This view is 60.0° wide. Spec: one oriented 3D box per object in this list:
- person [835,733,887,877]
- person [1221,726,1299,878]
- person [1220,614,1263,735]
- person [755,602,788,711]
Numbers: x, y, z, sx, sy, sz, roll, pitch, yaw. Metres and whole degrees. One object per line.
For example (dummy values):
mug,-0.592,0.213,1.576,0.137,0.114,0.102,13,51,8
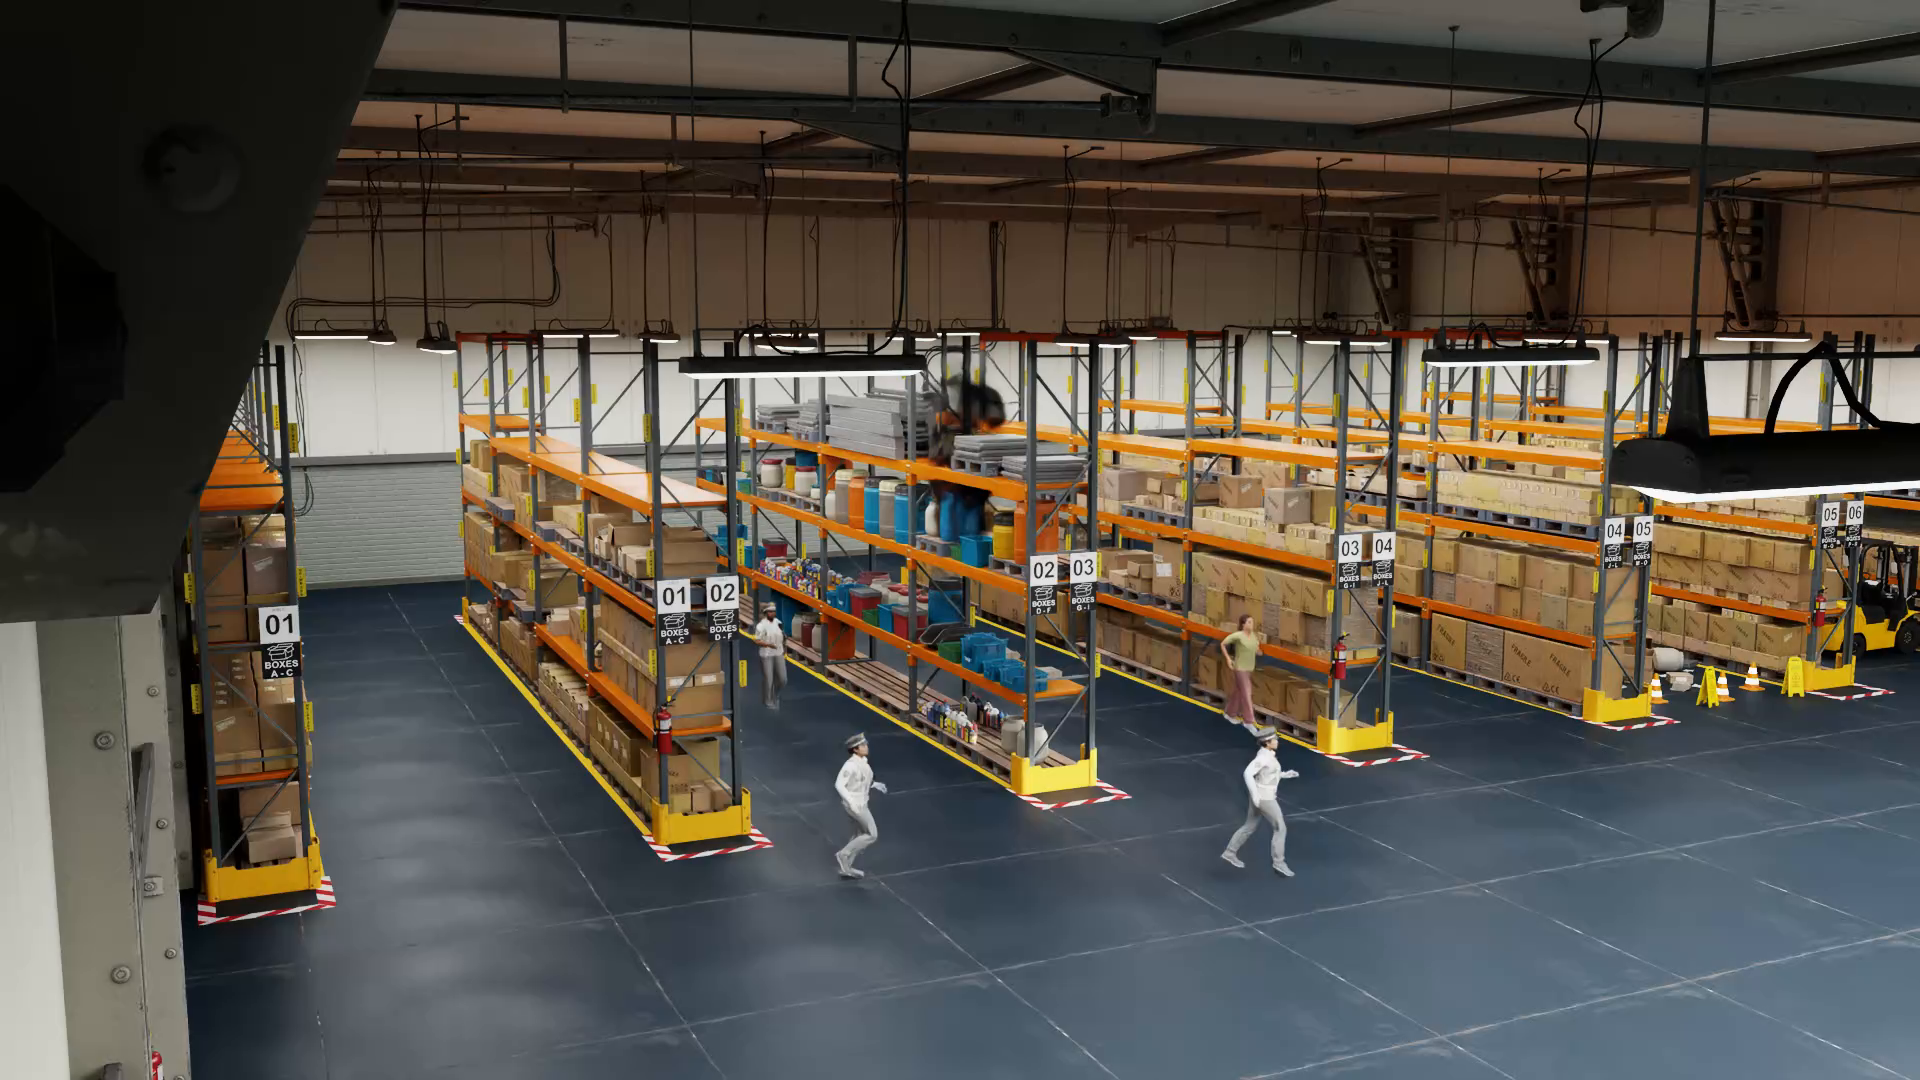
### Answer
person,-1.110,2.988,18.802,0.547,1.662,0.599,1,8,7
person,3.405,2.961,18.833,0.849,1.733,0.580,0,8,1
person,4.166,1.937,24.303,0.564,1.739,0.718,-8,11,-44
person,-2.849,1.805,25.522,0.563,1.718,0.572,-5,9,-34
